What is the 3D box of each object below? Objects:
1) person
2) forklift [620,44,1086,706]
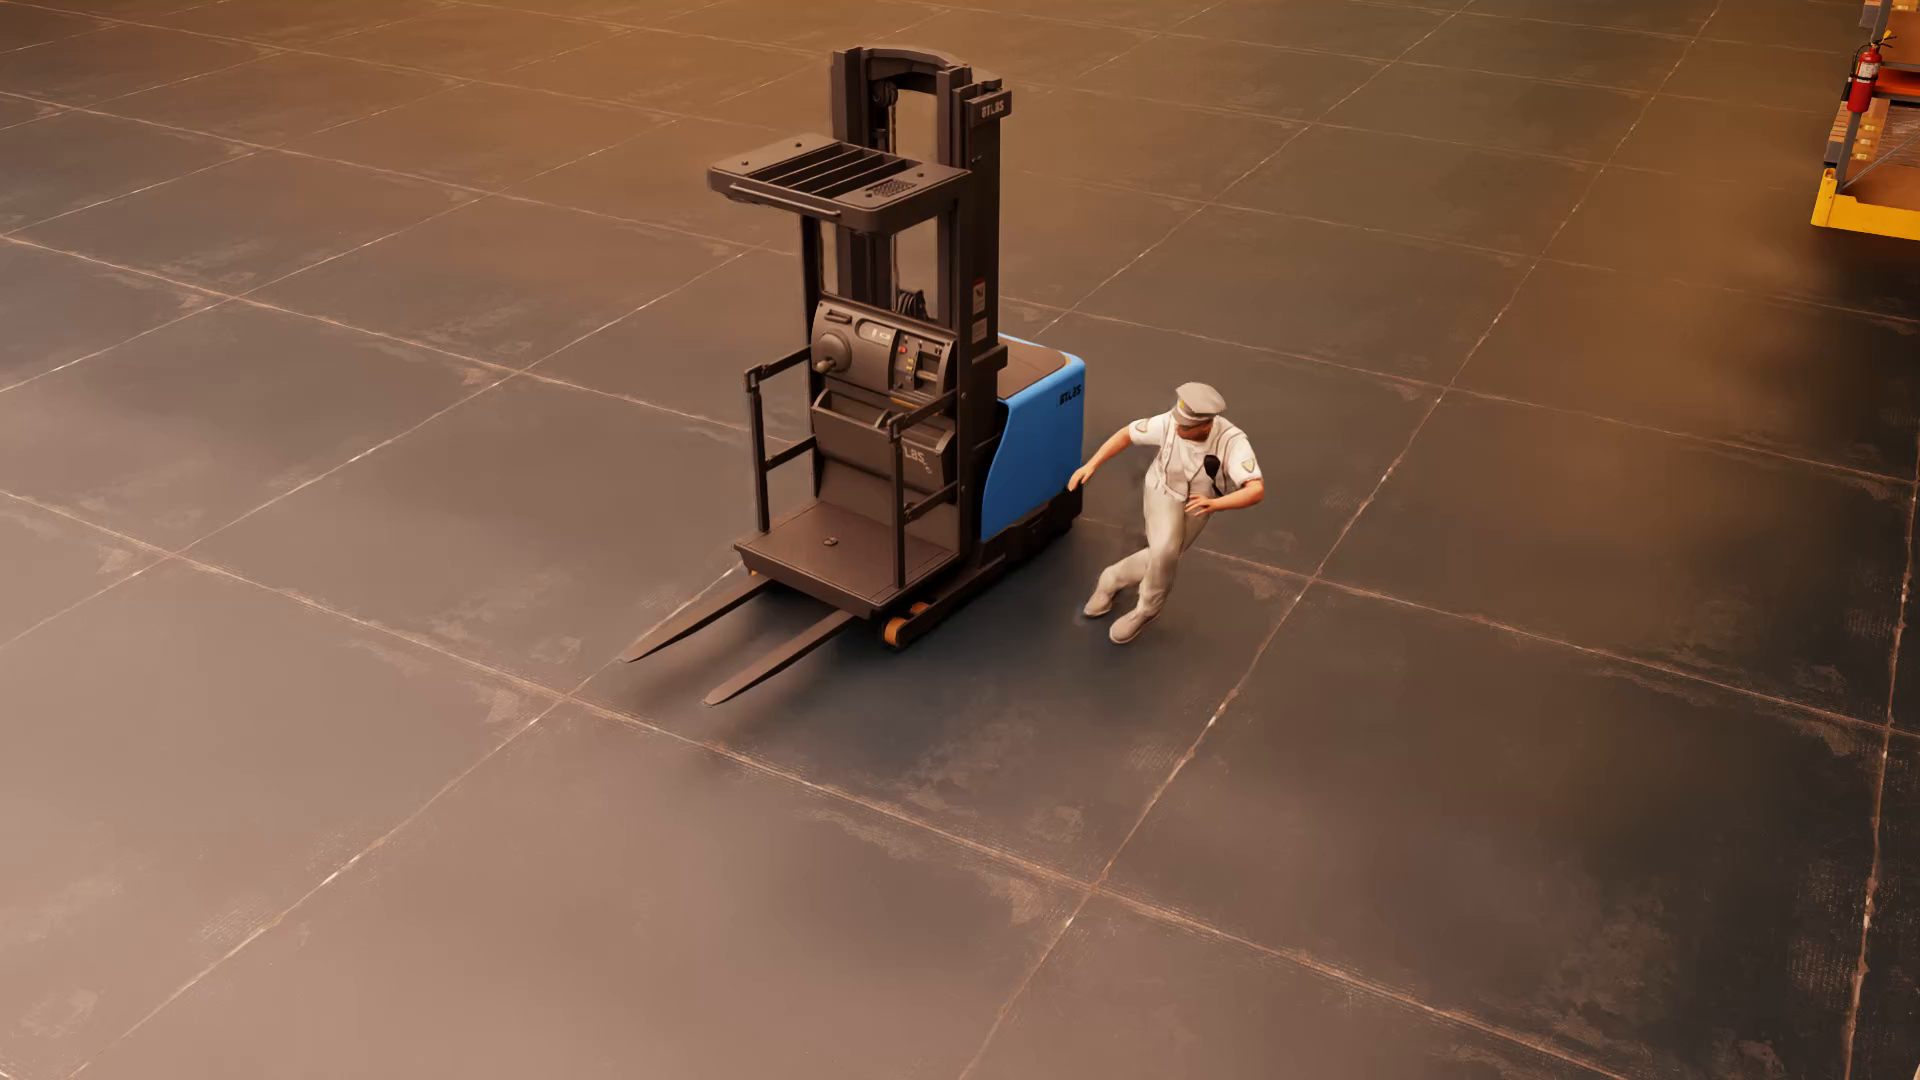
[{"bbox_3d":[1.060,-0.136,8.721,0.999,1.515,0.936,3,30,6],"label":"person"},{"bbox_3d":[-0.551,-0.966,8.745,1.130,2.935,3.031,21,36,32],"label":"forklift"}]
